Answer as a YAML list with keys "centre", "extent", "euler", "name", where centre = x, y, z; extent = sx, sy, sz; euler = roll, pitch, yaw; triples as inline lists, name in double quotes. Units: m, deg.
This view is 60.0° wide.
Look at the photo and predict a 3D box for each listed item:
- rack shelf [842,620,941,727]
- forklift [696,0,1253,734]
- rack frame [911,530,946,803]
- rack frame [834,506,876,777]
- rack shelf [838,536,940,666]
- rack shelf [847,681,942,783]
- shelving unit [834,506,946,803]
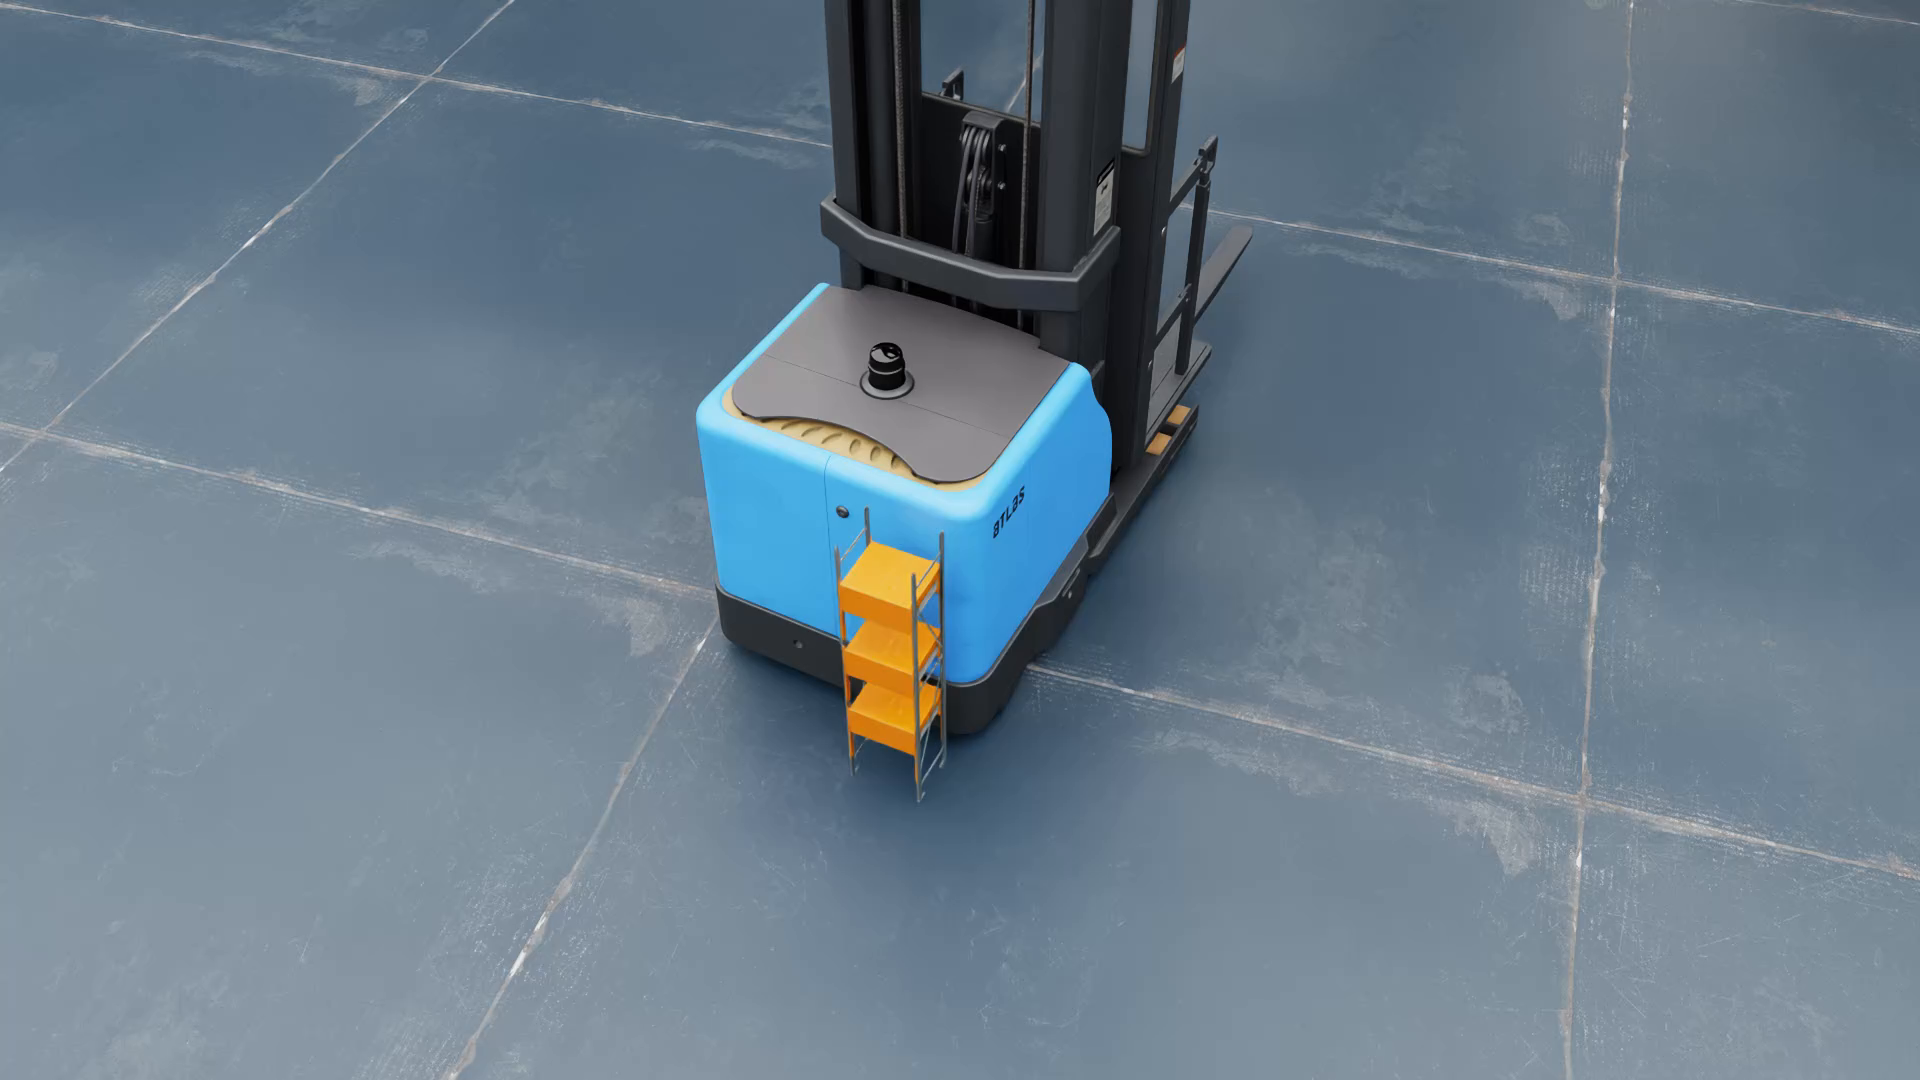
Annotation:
- centre: [-0.202, 0.383, 5.123]
  extent: [0.240, 0.259, 0.215]
  euler: [18, 47, 18]
  name: "rack shelf"
- centre: [0.293, -1.437, 5.623]
  extent: [1.130, 2.935, 3.031]
  euler: [20, 48, 19]
  name: "forklift"
- centre: [-0.092, 0.412, 5.079]
  extent: [0.008, 1.050, 0.200]
  euler: [18, 47, 18]
  name: "rack frame"
- centre: [-0.312, 0.338, 5.154]
  extent: [0.008, 1.050, 0.200]
  euler: [18, 47, 18]
  name: "rack frame"
- centre: [-0.202, 0.180, 4.925]
  extent: [0.240, 0.259, 0.215]
  euler: [18, 47, 18]
  name: "rack shelf"
- centre: [-0.202, 0.581, 5.318]
  extent: [0.240, 0.259, 0.215]
  euler: [18, 47, 18]
  name: "rack shelf"
- centre: [-0.202, 0.375, 5.116]
  extent: [0.252, 1.050, 0.215]
  euler: [18, 47, 18]
  name: "shelving unit"
